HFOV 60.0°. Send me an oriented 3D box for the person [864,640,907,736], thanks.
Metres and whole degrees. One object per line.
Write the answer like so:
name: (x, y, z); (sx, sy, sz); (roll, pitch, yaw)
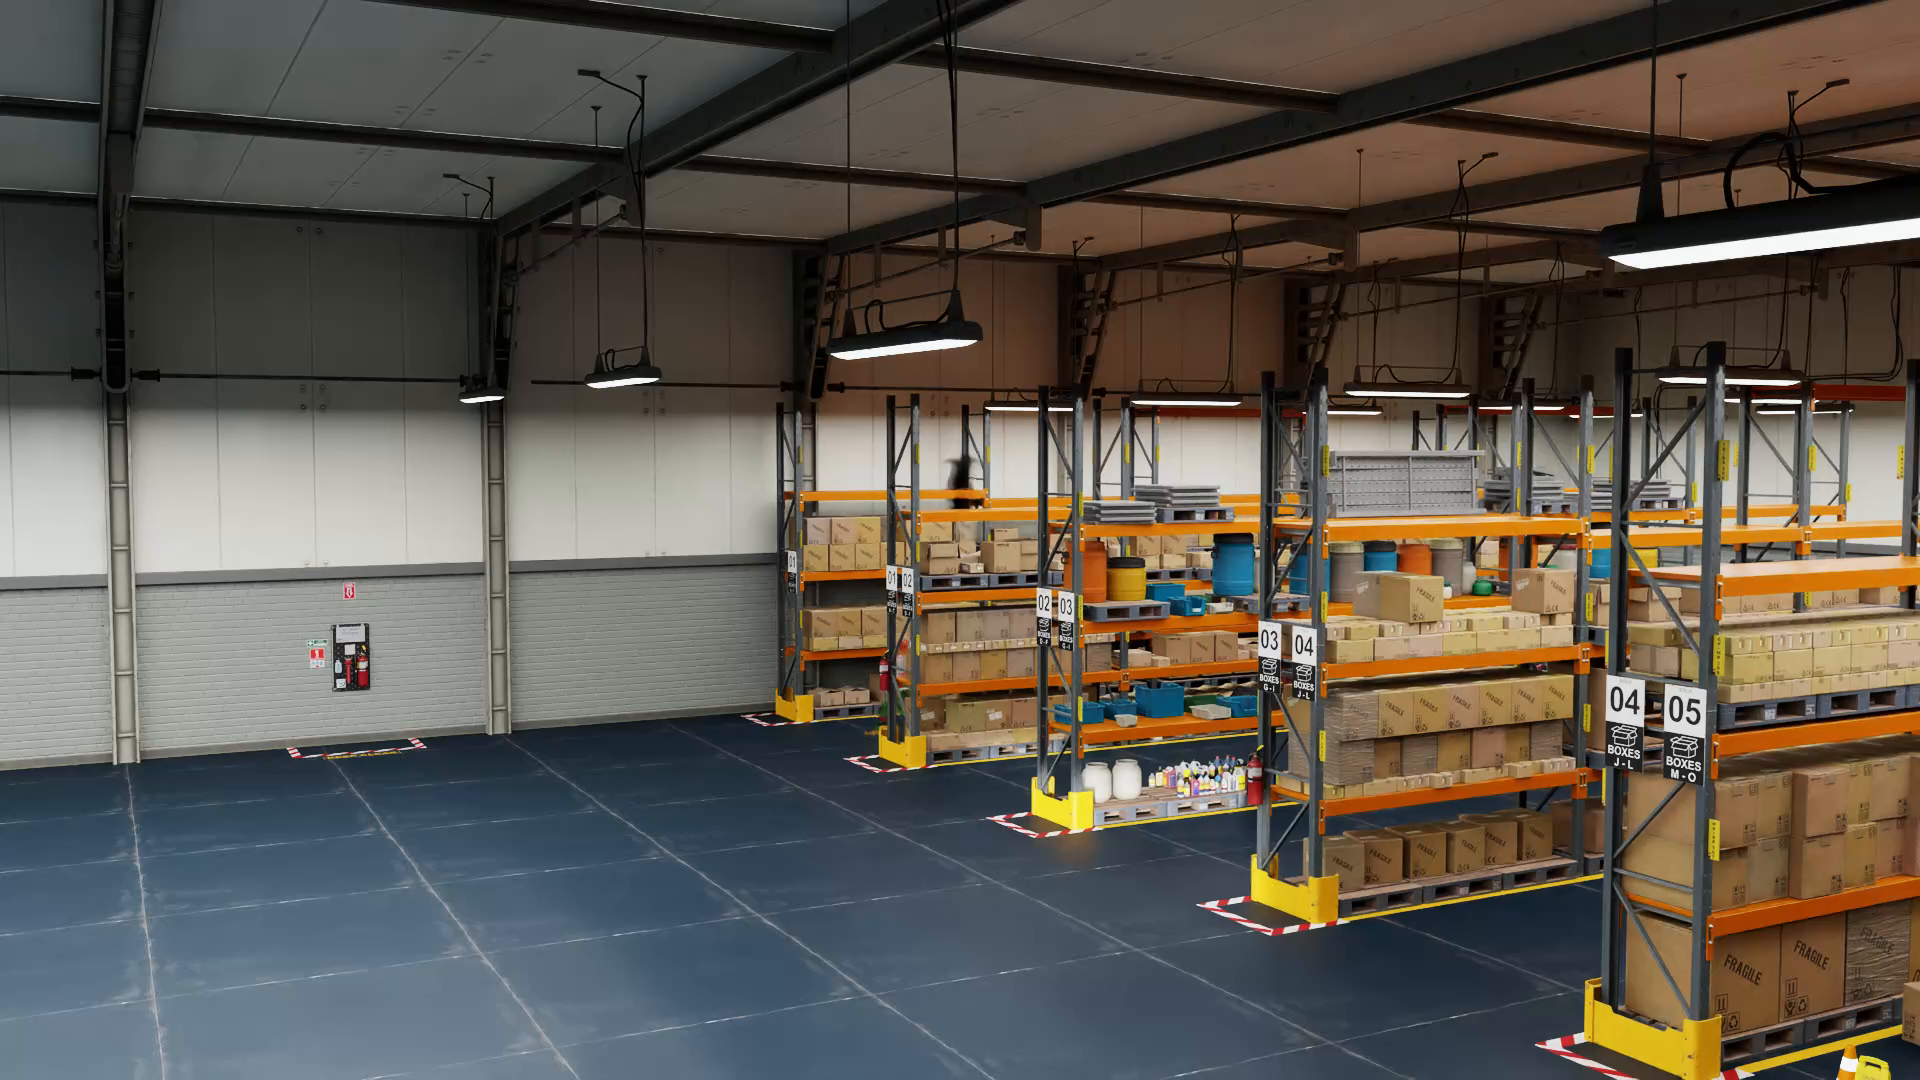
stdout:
person: (-1.112, 2.593, 29.066); (1.063, 1.724, 0.713); (-1, 3, -14)
